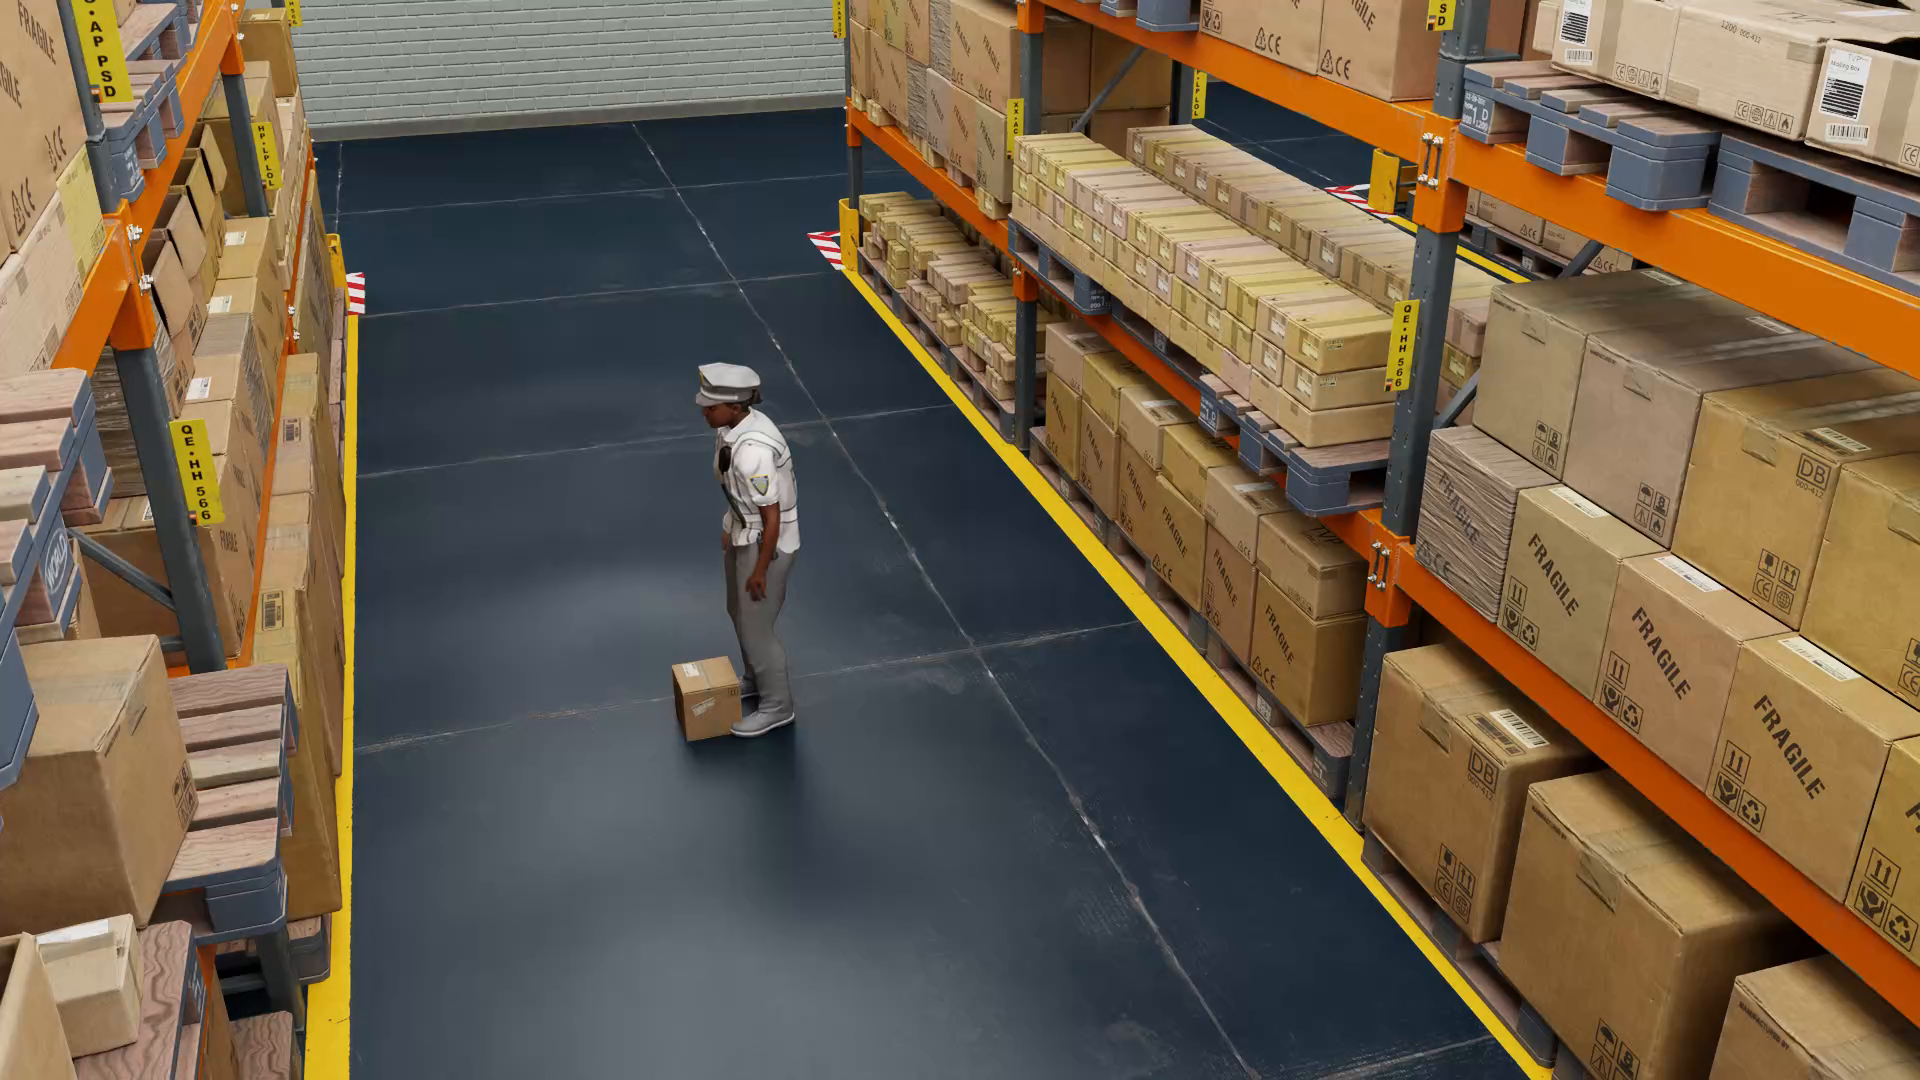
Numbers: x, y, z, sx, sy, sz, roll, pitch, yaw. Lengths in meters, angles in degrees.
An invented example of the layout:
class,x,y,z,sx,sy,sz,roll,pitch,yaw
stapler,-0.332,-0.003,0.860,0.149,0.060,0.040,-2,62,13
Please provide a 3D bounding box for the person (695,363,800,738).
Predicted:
class,x,y,z,sx,sy,sz,roll,pitch,yaw
person,-0.887,0.029,7.051,0.391,1.664,0.531,-10,28,-19
